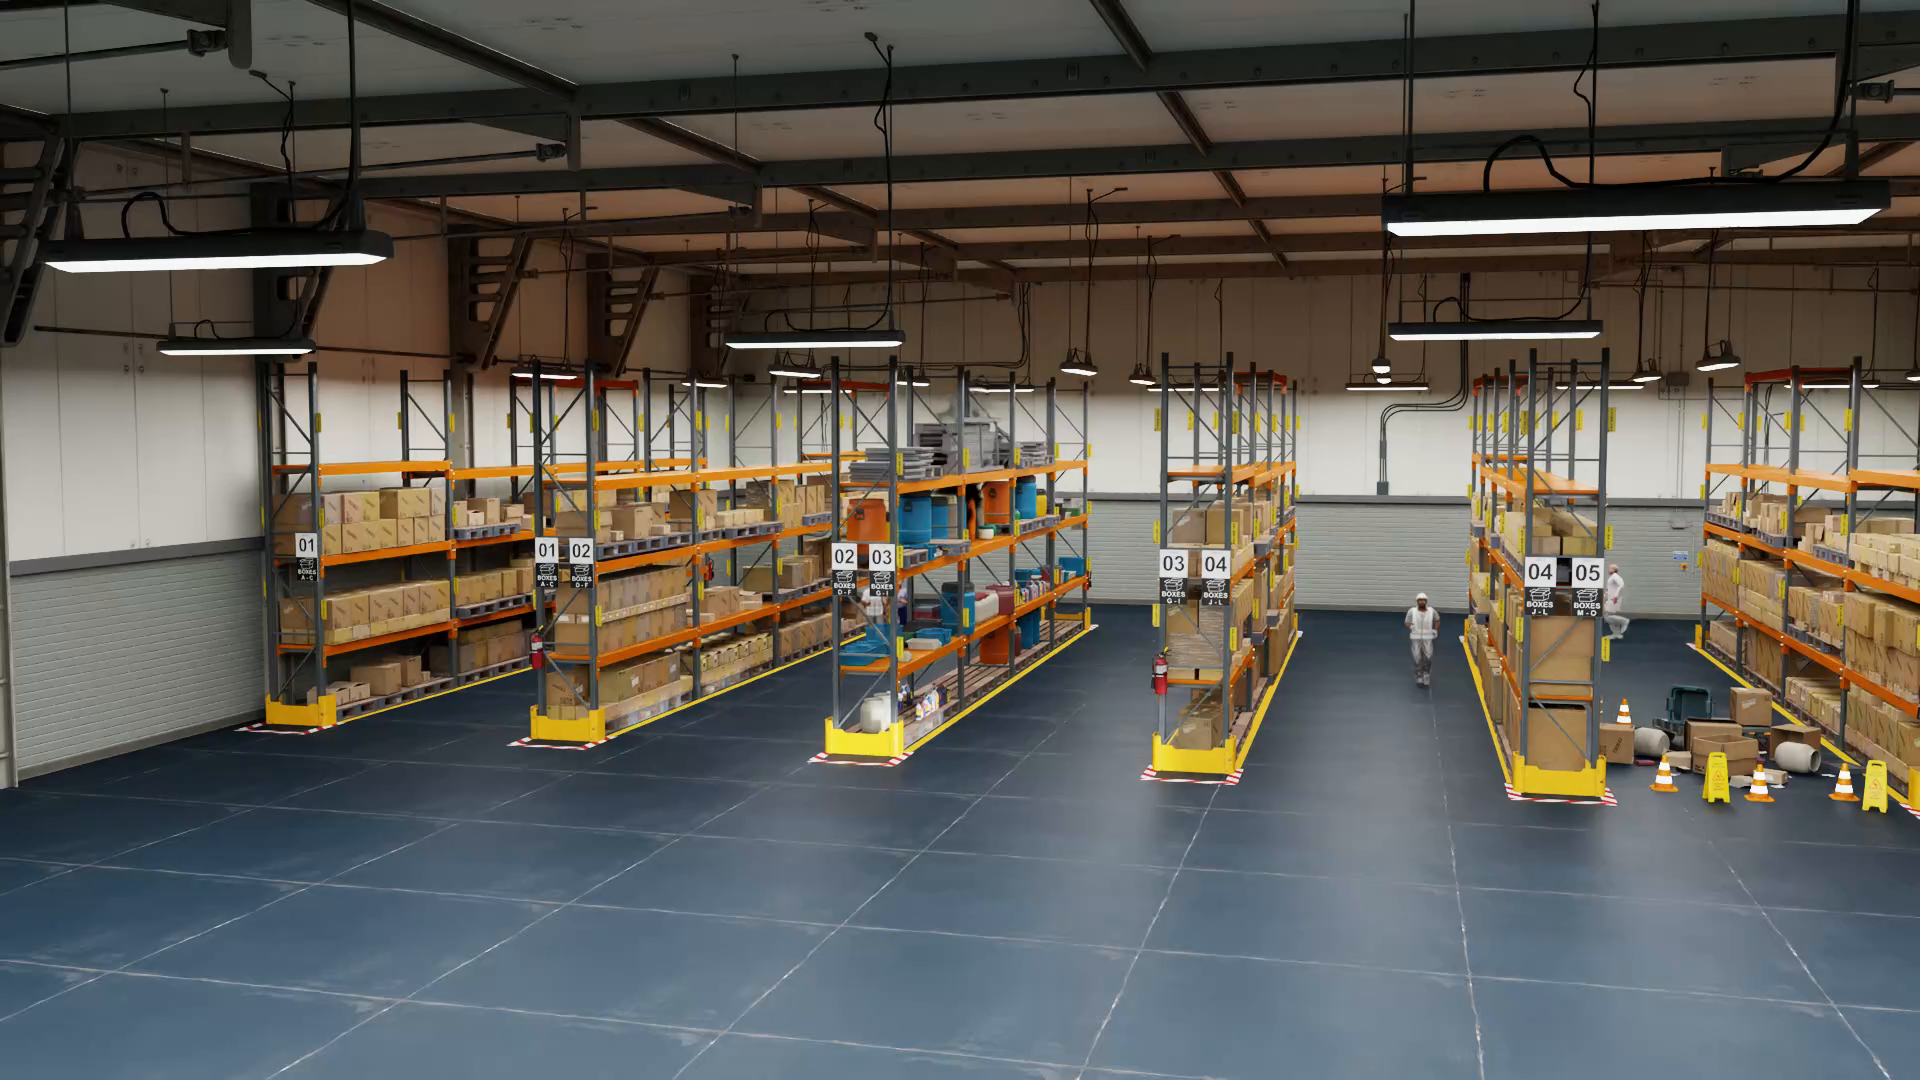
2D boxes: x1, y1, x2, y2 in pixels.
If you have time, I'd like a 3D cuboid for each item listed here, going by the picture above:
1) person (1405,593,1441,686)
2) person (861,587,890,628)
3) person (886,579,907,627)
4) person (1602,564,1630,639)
[{"bbox_3d":[8.782,1.898,31.581,0.662,1.767,0.633,1,4,15],"label":"person"},{"bbox_3d":[-1.684,1.525,32.985,0.574,1.734,0.820,0,4,2],"label":"person"},{"bbox_3d":[-1.340,1.640,36.275,0.580,1.699,0.748,0,4,2],"label":"person"},{"bbox_3d":[15.156,1.428,38.565,0.711,1.742,0.740,1,4,20],"label":"person"}]
